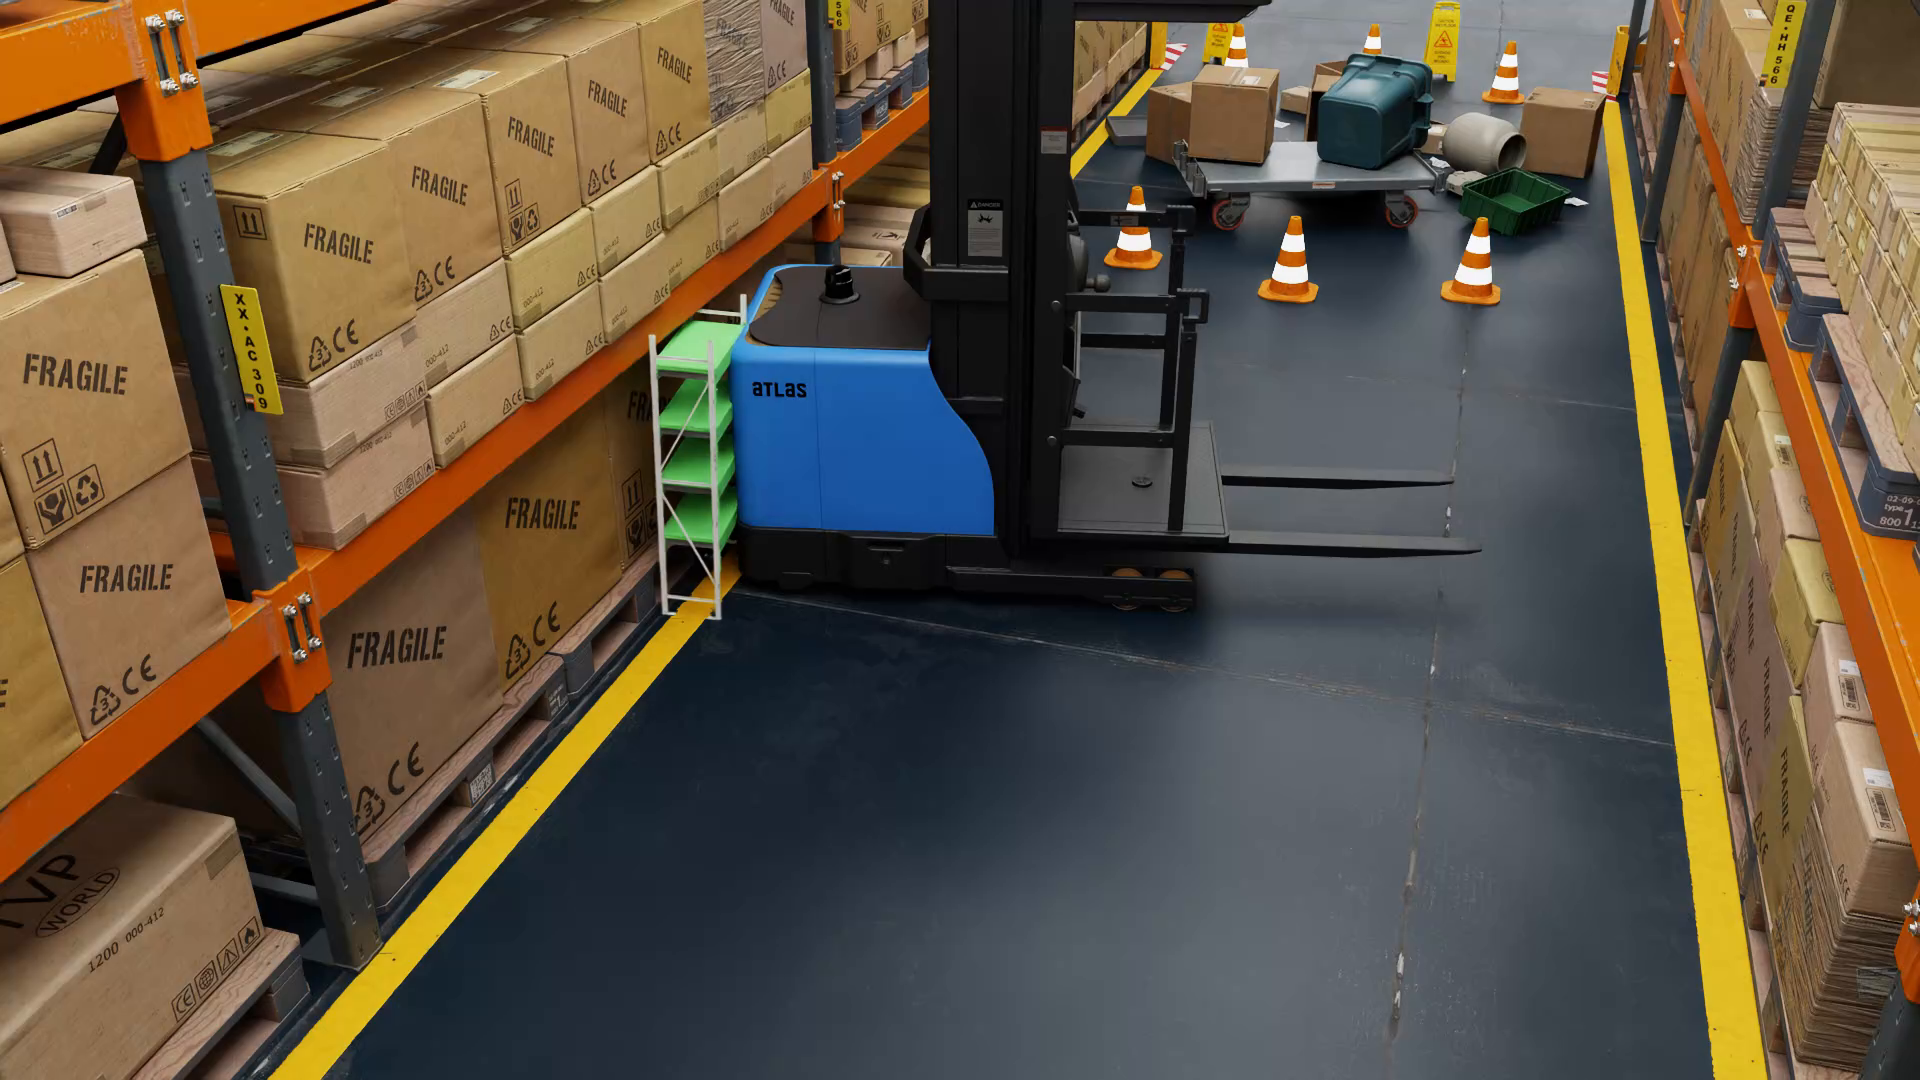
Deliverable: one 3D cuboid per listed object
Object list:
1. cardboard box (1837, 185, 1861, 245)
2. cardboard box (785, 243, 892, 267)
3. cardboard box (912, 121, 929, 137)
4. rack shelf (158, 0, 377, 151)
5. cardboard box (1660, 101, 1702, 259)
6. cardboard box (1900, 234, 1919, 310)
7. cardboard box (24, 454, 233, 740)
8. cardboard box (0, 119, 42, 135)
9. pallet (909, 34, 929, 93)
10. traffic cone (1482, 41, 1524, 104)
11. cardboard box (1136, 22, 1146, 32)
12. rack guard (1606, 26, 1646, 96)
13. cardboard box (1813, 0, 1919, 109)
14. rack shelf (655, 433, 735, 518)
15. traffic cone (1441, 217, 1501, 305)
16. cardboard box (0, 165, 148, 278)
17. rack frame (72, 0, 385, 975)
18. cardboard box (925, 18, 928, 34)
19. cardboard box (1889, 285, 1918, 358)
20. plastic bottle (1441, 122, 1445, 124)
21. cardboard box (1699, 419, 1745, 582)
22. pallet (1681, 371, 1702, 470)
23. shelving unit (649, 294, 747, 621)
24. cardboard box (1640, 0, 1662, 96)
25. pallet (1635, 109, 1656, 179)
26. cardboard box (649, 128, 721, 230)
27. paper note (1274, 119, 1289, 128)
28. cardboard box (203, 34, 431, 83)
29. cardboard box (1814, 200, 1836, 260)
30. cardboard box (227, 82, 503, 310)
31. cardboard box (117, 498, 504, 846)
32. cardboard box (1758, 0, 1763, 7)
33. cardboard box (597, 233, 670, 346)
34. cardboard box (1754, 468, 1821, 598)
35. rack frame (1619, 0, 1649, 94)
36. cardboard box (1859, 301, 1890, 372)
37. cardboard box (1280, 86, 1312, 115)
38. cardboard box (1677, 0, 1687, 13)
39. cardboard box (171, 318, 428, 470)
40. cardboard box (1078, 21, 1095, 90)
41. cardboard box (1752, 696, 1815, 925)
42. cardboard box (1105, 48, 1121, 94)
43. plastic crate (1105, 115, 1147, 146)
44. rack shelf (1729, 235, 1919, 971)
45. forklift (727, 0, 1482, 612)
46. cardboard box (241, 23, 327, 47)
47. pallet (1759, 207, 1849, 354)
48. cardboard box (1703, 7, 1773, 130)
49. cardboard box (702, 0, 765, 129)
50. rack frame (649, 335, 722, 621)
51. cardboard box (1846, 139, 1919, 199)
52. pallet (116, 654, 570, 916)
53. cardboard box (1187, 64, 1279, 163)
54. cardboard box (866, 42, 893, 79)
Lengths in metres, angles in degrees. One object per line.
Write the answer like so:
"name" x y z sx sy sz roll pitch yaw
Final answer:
"cardboard box" 3.210 -1.079 5.624 0.380 0.149 0.250 8 30 13
"cardboard box" -0.890 -1.277 8.732 0.950 0.372 0.625 6 30 11
"cardboard box" -0.043 -2.631 11.165 0.950 0.372 0.625 9 30 16
"rack shelf" -1.653 -2.048 5.500 1.077 0.370 4.000 8 30 15
"cardboard box" 4.774 -2.080 9.785 1.050 0.750 0.750 8 30 15
"cardboard box" 2.914 -0.742 4.712 0.380 0.149 0.250 8 30 14
"cardboard box" -2.131 0.086 3.907 0.500 0.500 0.500 9 30 15
"cardboard box" -5.615 -2.121 9.988 0.875 0.625 0.625 9 30 16
"pallet" -0.524 -2.823 9.436 1.003 0.211 1.213 8 30 15
"traffic cone" 4.531 -3.887 13.761 0.336 0.463 0.334 8 30 15
"cardboard box" 1.297 -4.599 14.057 0.500 0.500 0.500 9 30 15
"rack guard" 6.051 -3.958 13.851 1.175 0.500 0.348 8 30 15
"cardboard box" 3.837 -2.010 6.645 0.700 0.500 0.500 8 30 15
"rack shelf" -1.021 -0.275 6.637 0.258 0.148 0.480 6 29 5
"traffic cone" 3.033 -1.664 9.766 0.336 0.463 0.334 8 30 15
"cardboard box" -2.026 -0.698 3.620 0.380 0.149 0.250 8 30 14
"rack frame" -2.240 -0.122 4.384 1.000 3.000 0.127 8 30 15
"cardboard box" -0.272 -2.923 9.246 0.380 0.149 0.250 9 30 16
"cardboard box" 2.910 -0.605 4.772 0.380 0.149 0.250 10 30 17
"plastic bottle" 3.726 -3.169 12.883 0.133 0.061 0.283 -1 29 -3
"cardboard box" 3.245 -0.120 6.520 0.500 0.500 0.500 7 30 13
"pallet" 4.000 -0.459 7.857 1.003 0.211 1.213 8 30 15
"shelving unit" -1.018 -0.331 6.606 0.258 1.200 0.503 6 29 5
"cardboard box" 5.908 -3.970 13.054 0.875 0.875 0.875 9 30 15
"pallet" 5.525 -2.873 12.197 1.003 0.211 1.213 8 30 15
"cardboard box" -1.242 -1.393 6.309 0.500 0.250 0.500 8 30 14
"paper note" 2.515 -3.300 13.162 0.148 0.019 0.142 20 35 32
"cardboard box" -2.036 -1.321 5.407 0.500 0.500 0.500 9 30 16
"cardboard box" 3.293 -1.092 5.953 0.380 0.149 0.250 10 31 17
"cardboard box" -1.713 -1.007 4.843 0.500 0.500 0.500 8 30 15
"cardboard box" -2.134 0.323 5.337 0.875 0.875 0.875 9 30 16
"cardboard box" 4.432 -2.955 8.346 0.700 0.500 0.500 9 30 15
"cardboard box" -1.386 -0.931 5.992 0.500 0.250 0.500 8 30 14
"cardboard box" 2.956 0.009 5.516 0.500 0.250 0.500 9 30 15
"rack frame" 6.044 -5.039 13.223 1.000 3.000 0.127 8 30 15
"cardboard box" 2.985 -0.600 5.069 0.380 0.149 0.250 9 30 16
"cardboard box" 2.829 -3.556 13.489 0.250 0.149 0.380 -24 37 -37
"cardboard box" 5.107 -3.678 10.622 0.875 0.550 0.550 8 30 15
"cardboard box" -1.841 -0.439 4.594 0.500 0.250 0.500 8 30 13
"cardboard box" 0.686 -3.636 12.325 0.500 0.500 0.500 10 31 17
"cardboard box" 2.649 0.828 4.816 0.500 0.500 0.500 8 30 14
"cardboard box" 0.995 -3.783 13.361 0.500 0.250 0.500 7 30 13
"plastic crate" 1.353 -3.177 12.878 0.402 0.080 0.583 -1 29 -3
"rack shelf" 3.109 -0.078 5.044 1.077 0.370 4.000 8 30 15
"forklift" 0.624 -1.259 6.498 3.031 2.935 1.130 2 29 4
"cardboard box" -4.780 -3.448 12.374 0.875 0.625 0.625 10 31 17
"pallet" 3.589 -0.891 5.964 1.213 0.211 1.003 8 30 15
"cardboard box" 4.013 -2.316 8.224 0.500 0.500 0.500 9 30 16
"cardboard box" -1.110 -1.944 6.528 0.500 0.500 0.500 9 30 16
"rack frame" -1.051 -0.216 6.394 0.240 1.200 0.015 6 29 5
"cardboard box" 3.223 -1.230 5.589 0.380 0.149 0.250 8 30 15
"pallet" -2.085 0.727 5.726 1.003 0.211 1.213 8 30 15
"cardboard box" 1.819 -2.838 11.059 0.500 0.500 0.500 8 30 15
"cardboard box" -0.553 -2.426 8.353 0.380 0.149 0.250 7 30 12
